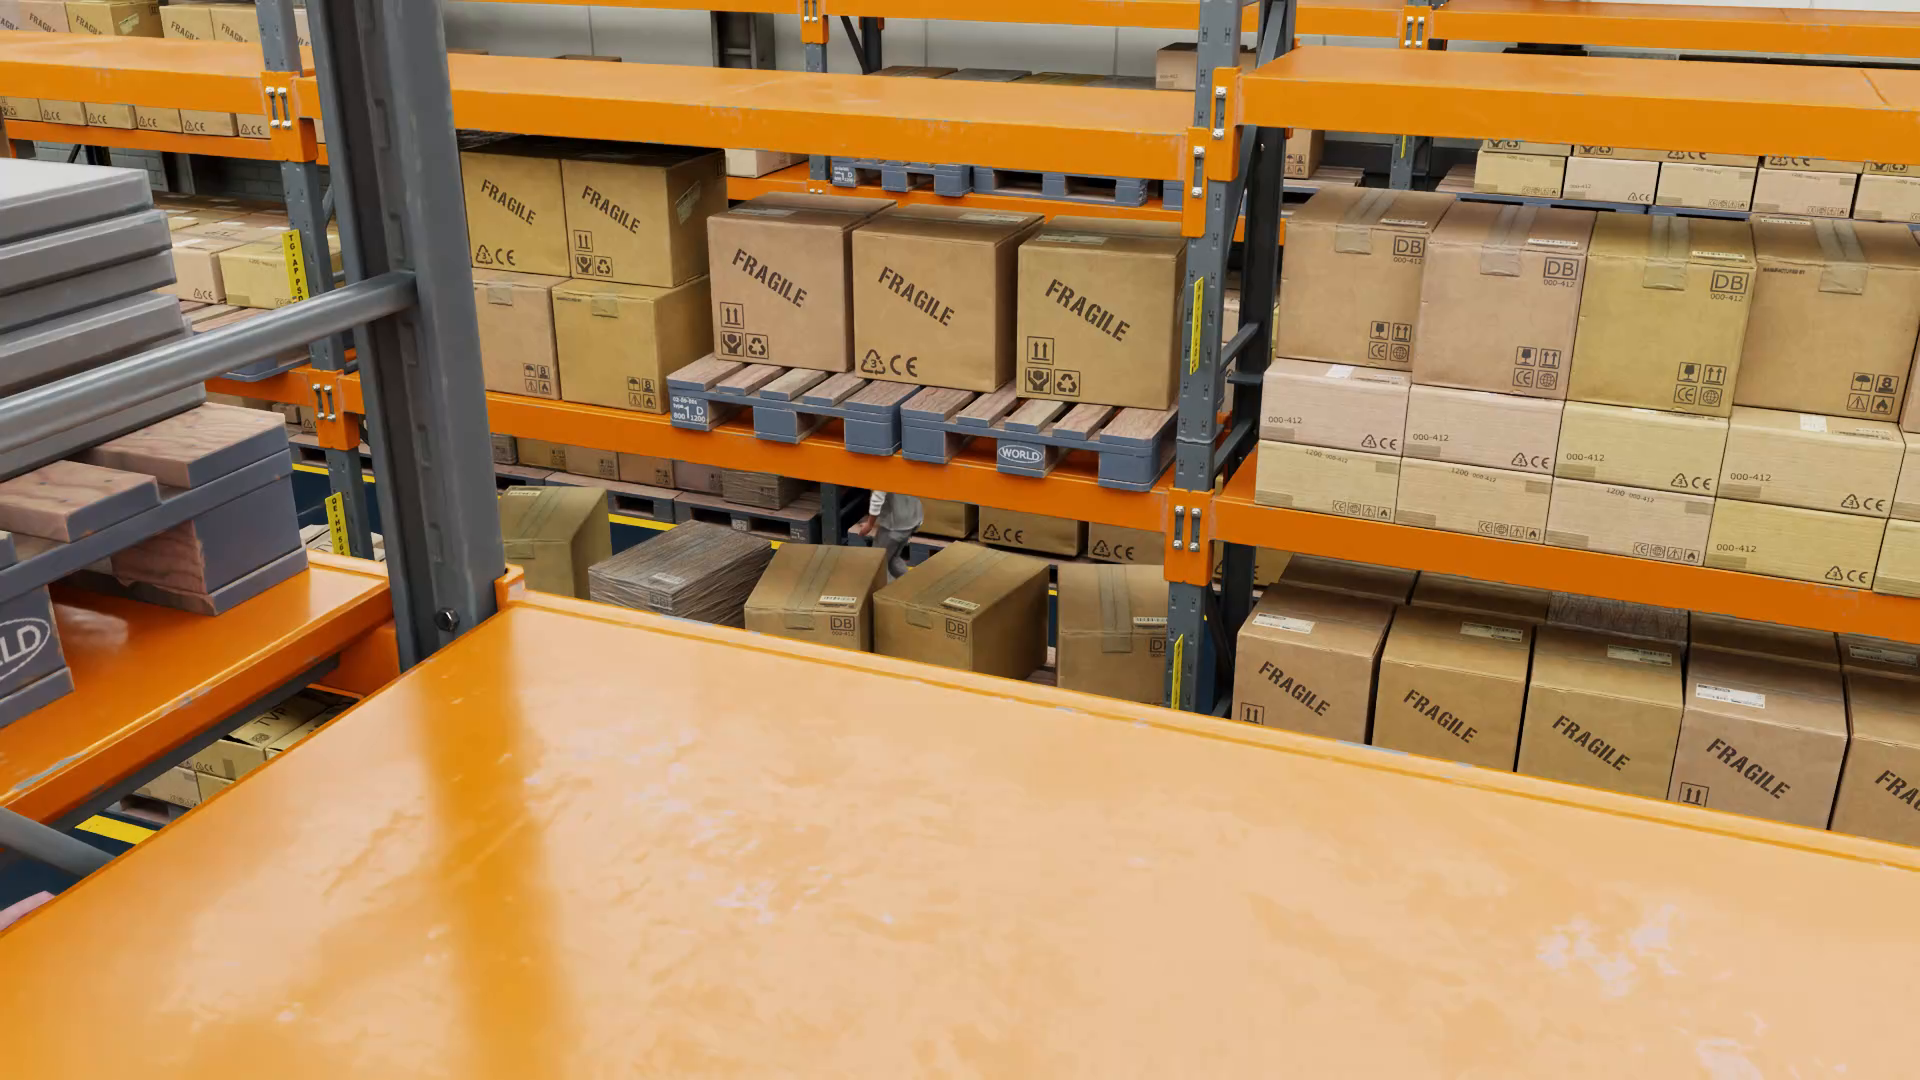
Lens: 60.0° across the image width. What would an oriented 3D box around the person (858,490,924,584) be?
[{"bbox_3d":[-0.464,-0.113,11.271,0.400,1.533,0.430,9,24,21],"label":"person"}]
